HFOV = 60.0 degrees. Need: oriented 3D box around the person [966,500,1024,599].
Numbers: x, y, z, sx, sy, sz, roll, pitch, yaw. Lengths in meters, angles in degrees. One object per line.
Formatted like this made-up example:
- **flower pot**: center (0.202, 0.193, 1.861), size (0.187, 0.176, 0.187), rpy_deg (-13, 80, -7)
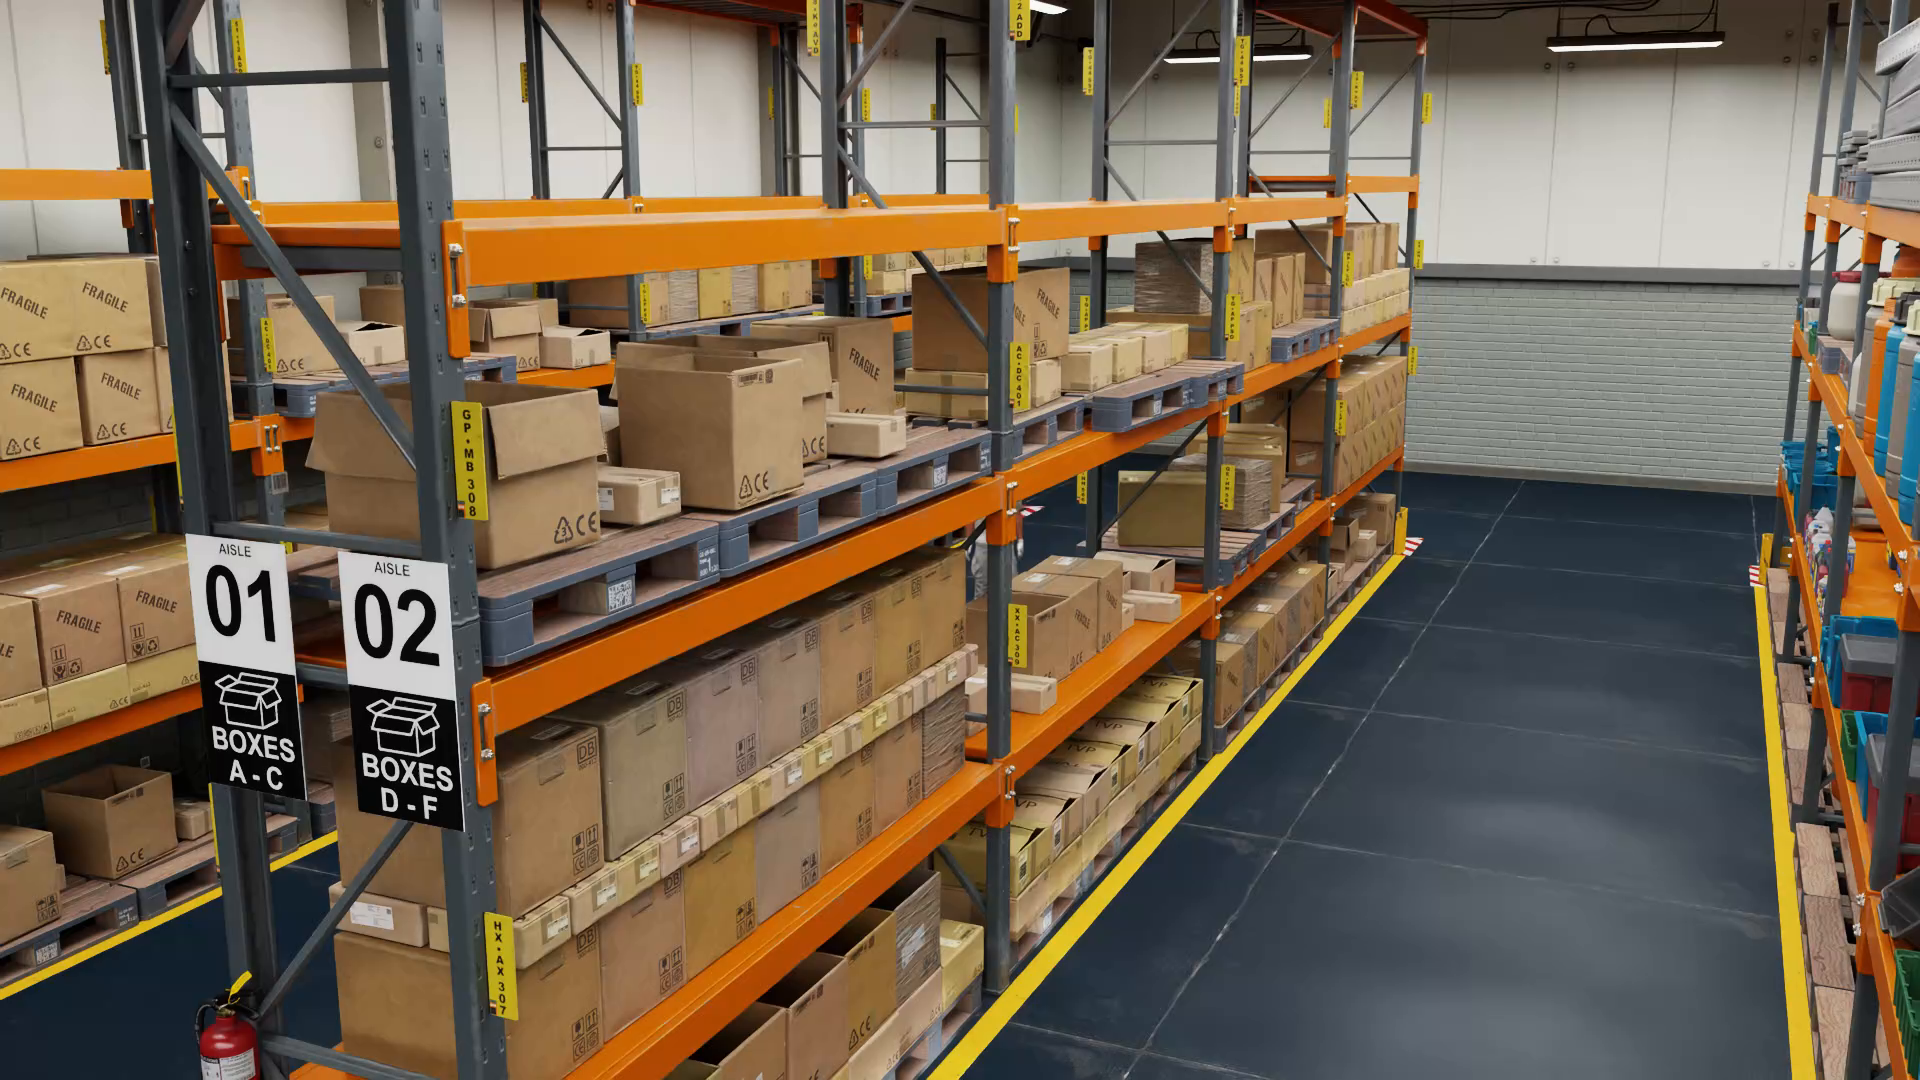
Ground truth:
- **person**: center (0.310, 0.056, 15.618), size (0.569, 1.789, 0.559), rpy_deg (1, 12, 6)
